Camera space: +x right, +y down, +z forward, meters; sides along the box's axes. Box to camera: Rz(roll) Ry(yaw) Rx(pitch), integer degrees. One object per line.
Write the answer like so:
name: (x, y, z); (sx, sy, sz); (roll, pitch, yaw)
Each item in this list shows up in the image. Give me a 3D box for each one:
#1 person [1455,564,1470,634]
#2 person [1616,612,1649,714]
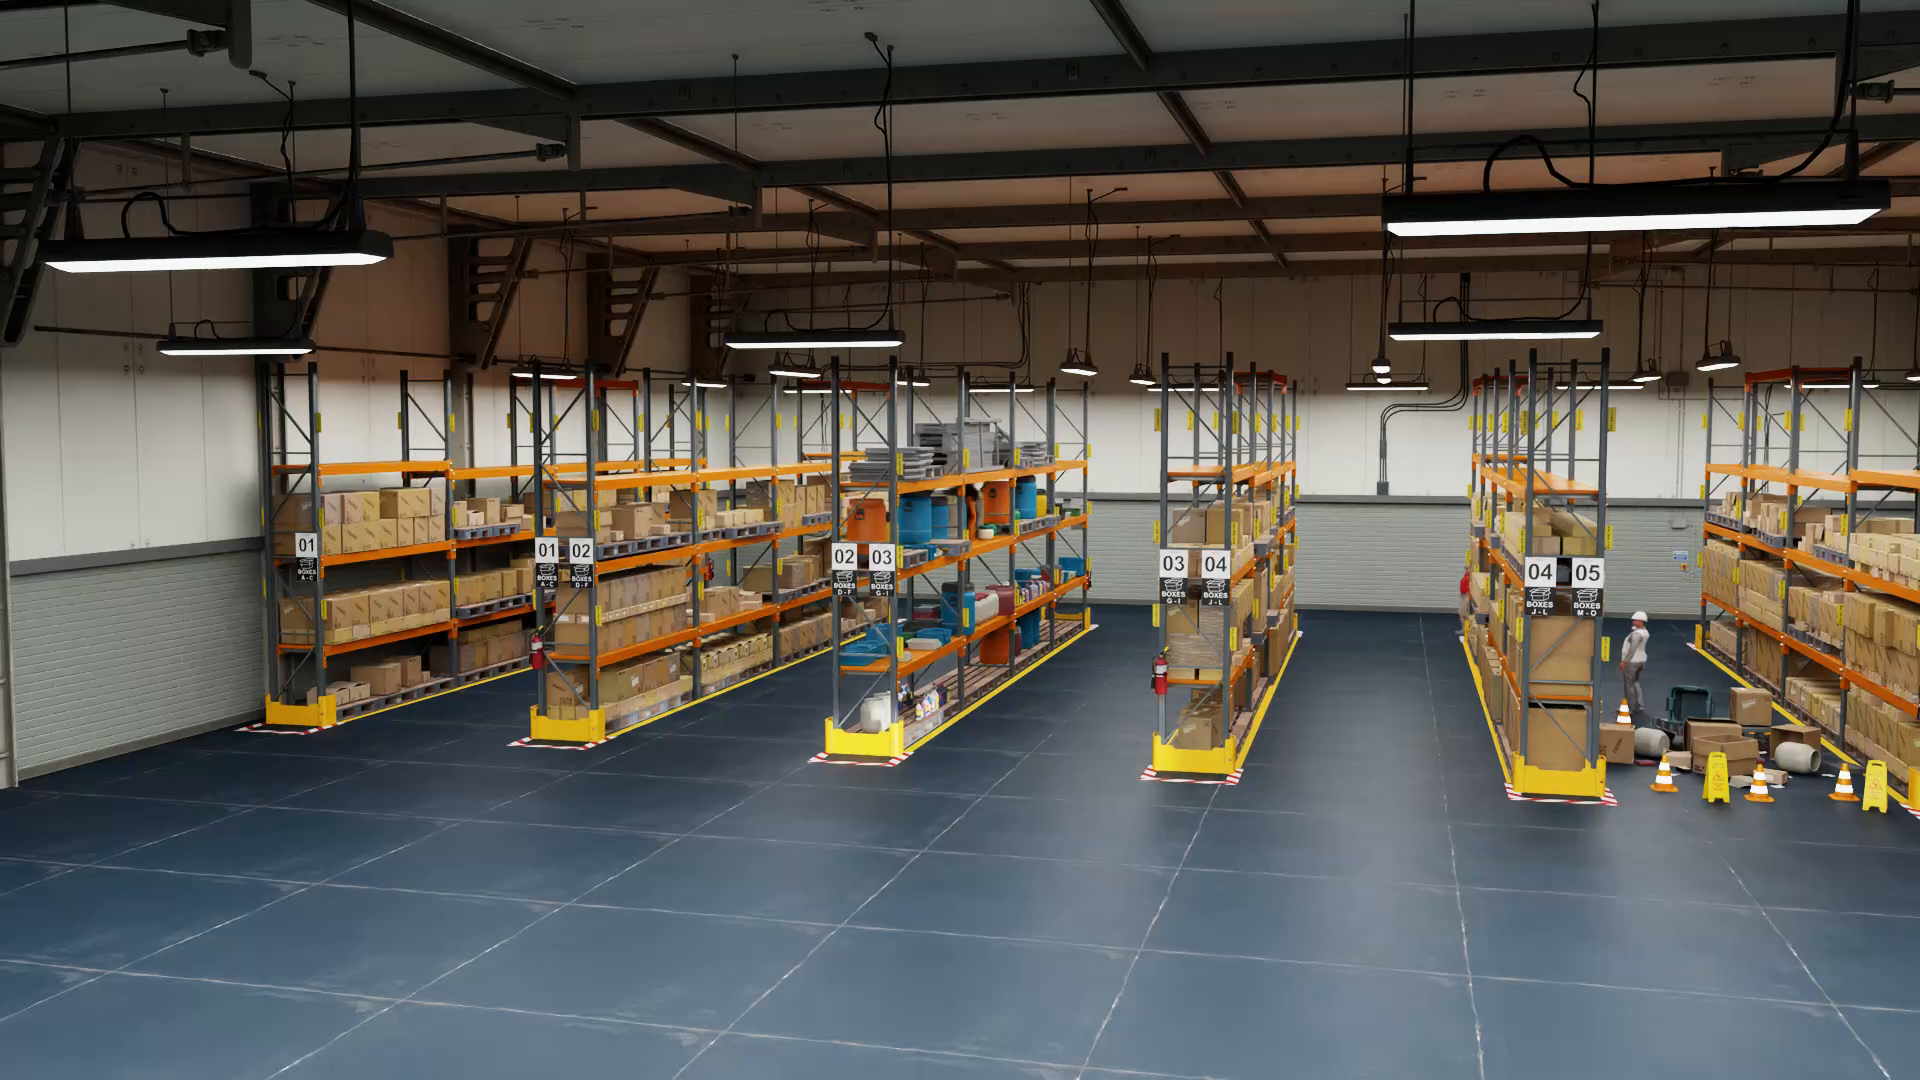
person: (12.007, 1.379, 39.197); (0.592, 1.703, 0.623); (0, 4, 6)
person: (11.559, 2.123, 28.565); (0.579, 1.803, 0.498); (-3, 5, -34)
